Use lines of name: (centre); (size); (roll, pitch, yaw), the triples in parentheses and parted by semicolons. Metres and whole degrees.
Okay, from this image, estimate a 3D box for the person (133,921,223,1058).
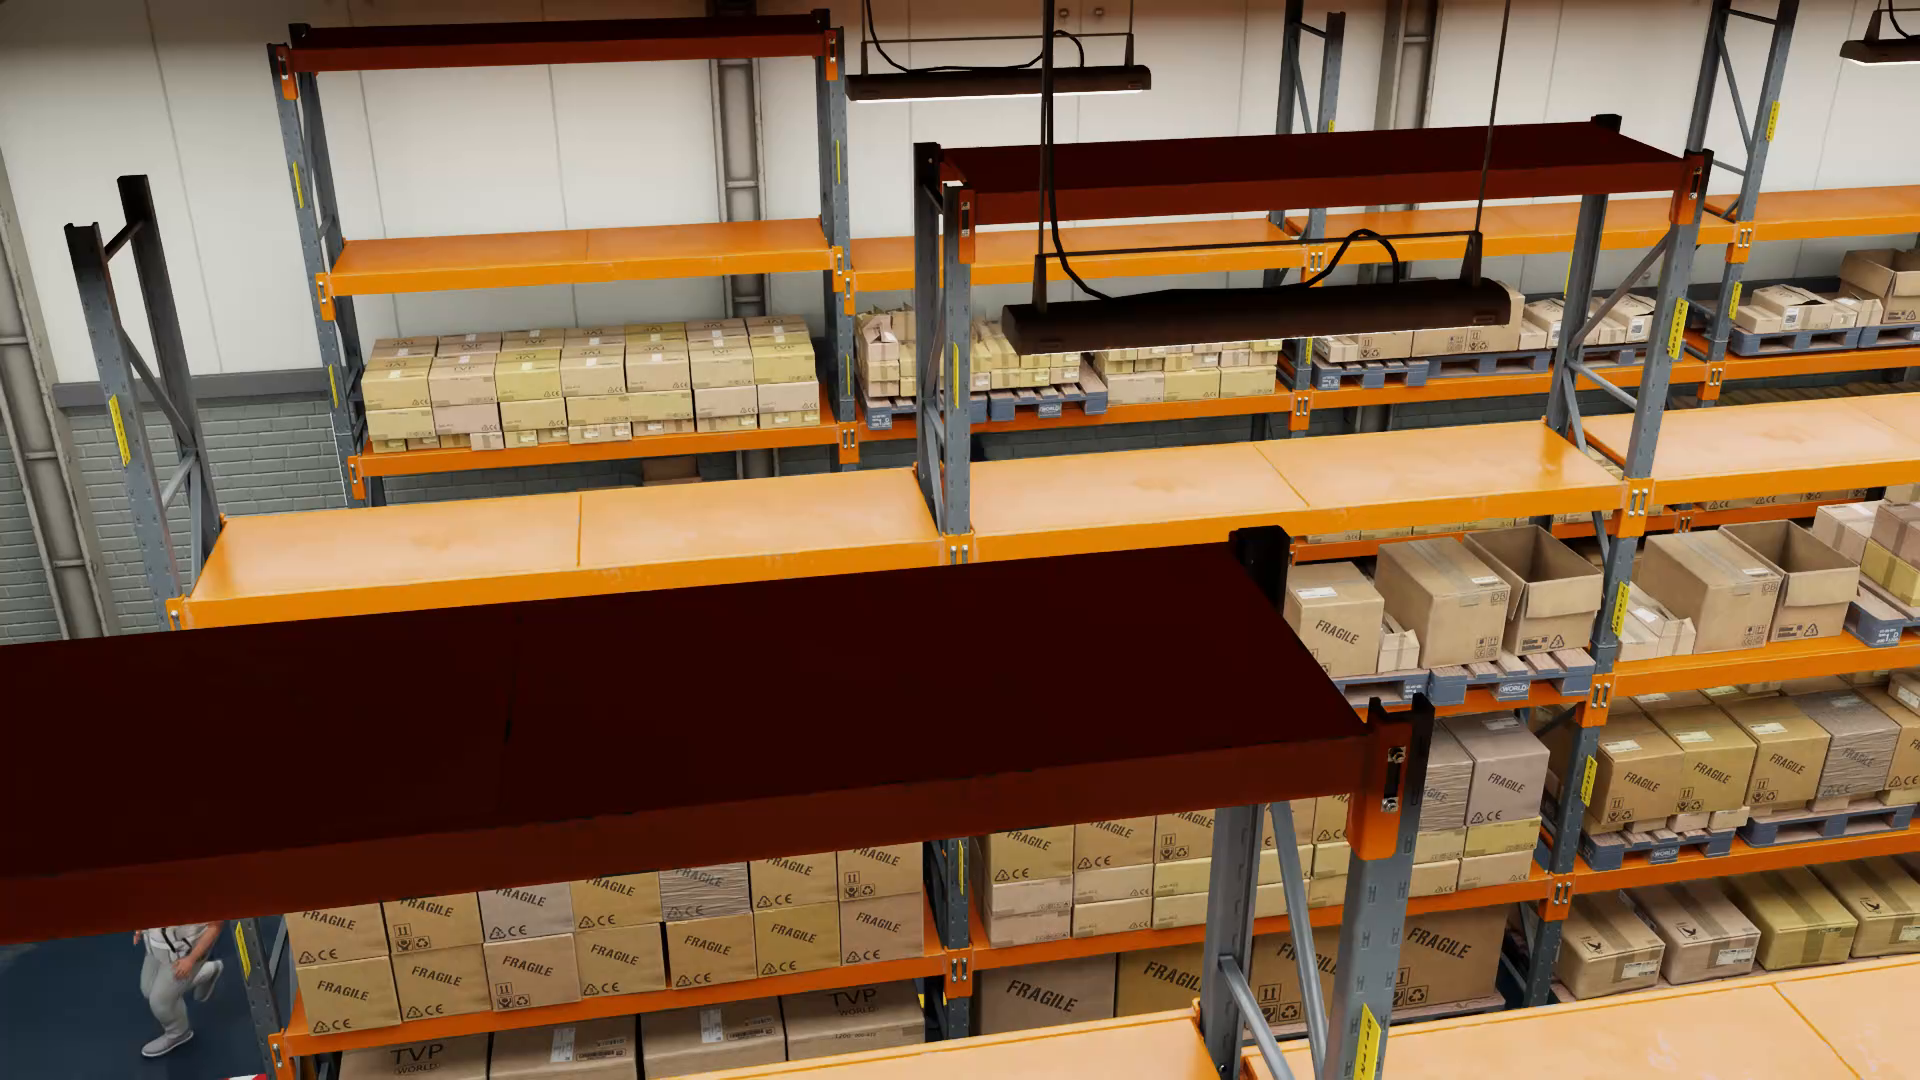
person: (-5.090, 2.633, 10.888); (0.704, 1.713, 0.656); (16, 30, 30)
